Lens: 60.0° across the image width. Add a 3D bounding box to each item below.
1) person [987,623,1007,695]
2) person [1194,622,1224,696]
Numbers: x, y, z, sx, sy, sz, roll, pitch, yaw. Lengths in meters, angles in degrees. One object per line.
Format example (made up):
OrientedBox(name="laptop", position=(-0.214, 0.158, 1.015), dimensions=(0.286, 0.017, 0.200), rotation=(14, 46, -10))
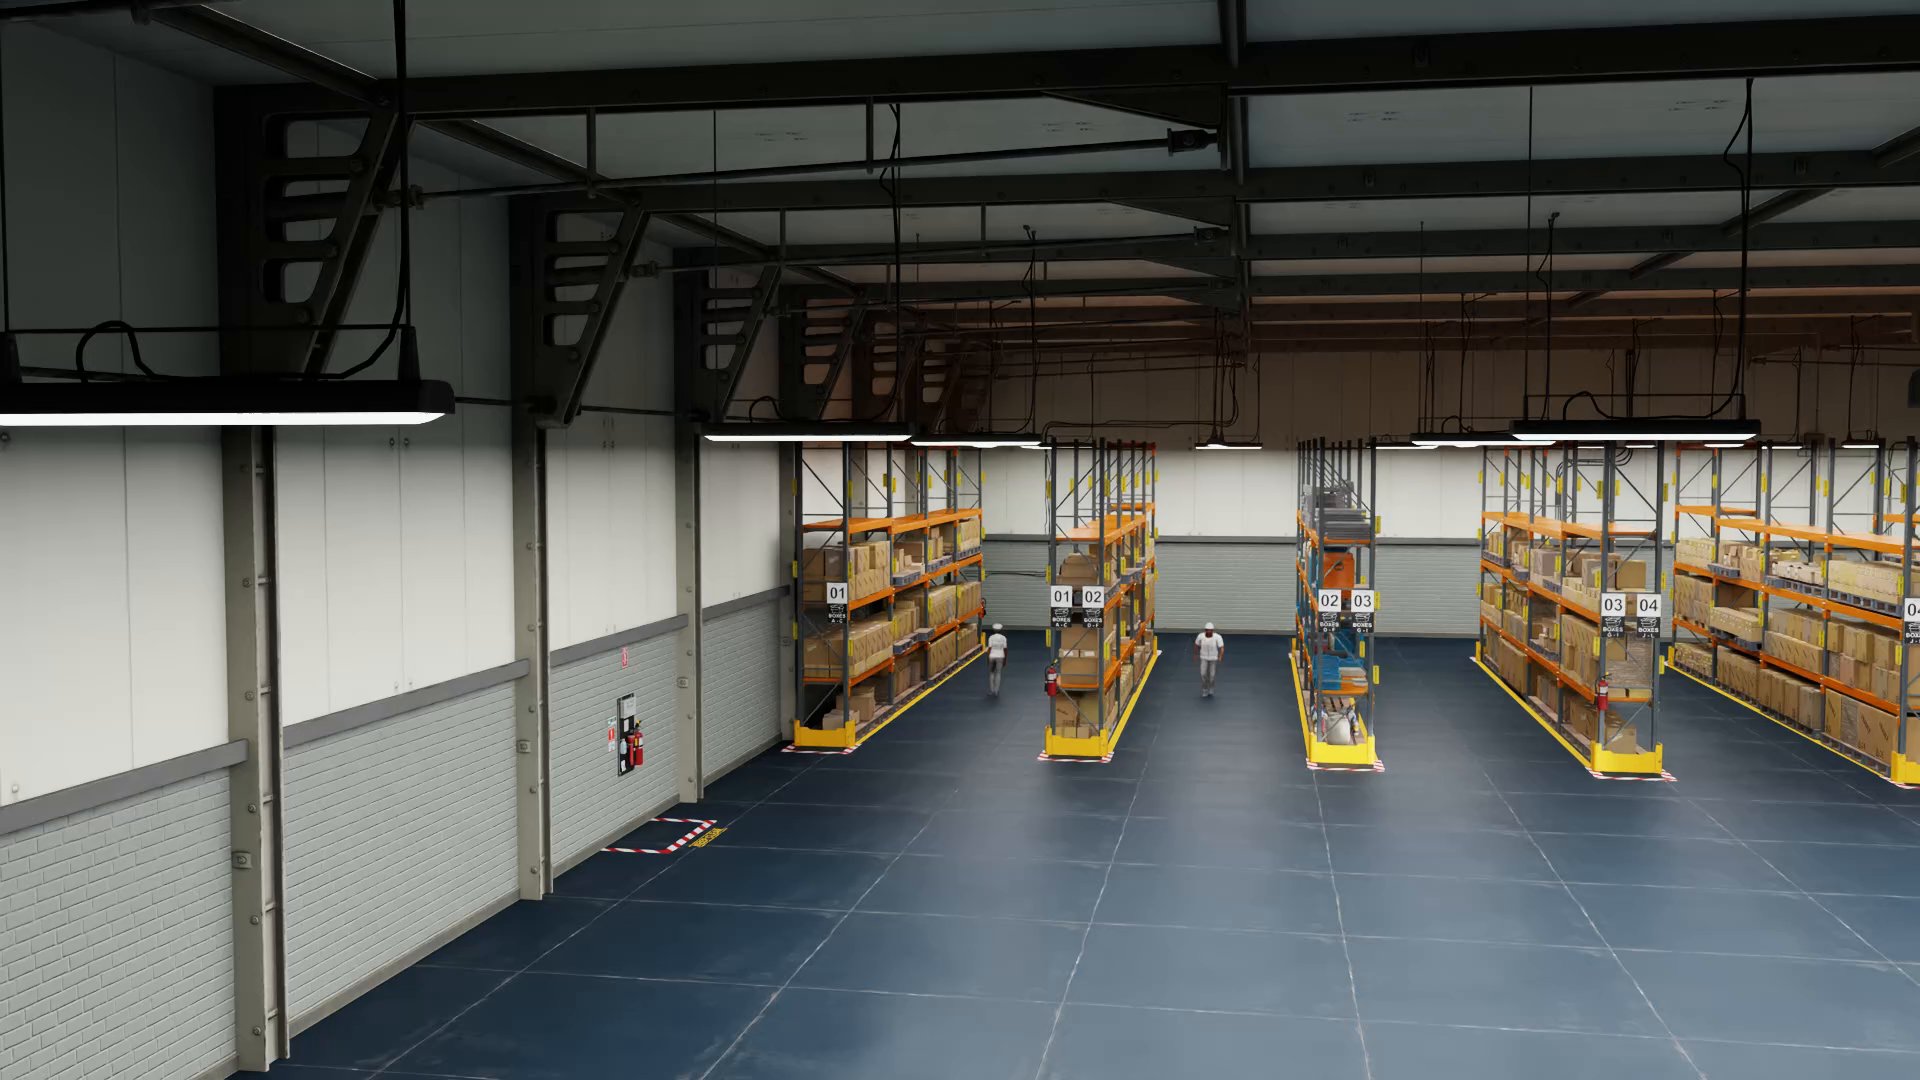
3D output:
OrientedBox(name="person", position=(0.869, 2.840, 39.129), dimensions=(0.464, 1.738, 0.595), rotation=(0, 3, 4))
OrientedBox(name="person", position=(5.841, 2.833, 39.072), dimensions=(0.697, 1.813, 0.700), rotation=(1, 3, 12))
